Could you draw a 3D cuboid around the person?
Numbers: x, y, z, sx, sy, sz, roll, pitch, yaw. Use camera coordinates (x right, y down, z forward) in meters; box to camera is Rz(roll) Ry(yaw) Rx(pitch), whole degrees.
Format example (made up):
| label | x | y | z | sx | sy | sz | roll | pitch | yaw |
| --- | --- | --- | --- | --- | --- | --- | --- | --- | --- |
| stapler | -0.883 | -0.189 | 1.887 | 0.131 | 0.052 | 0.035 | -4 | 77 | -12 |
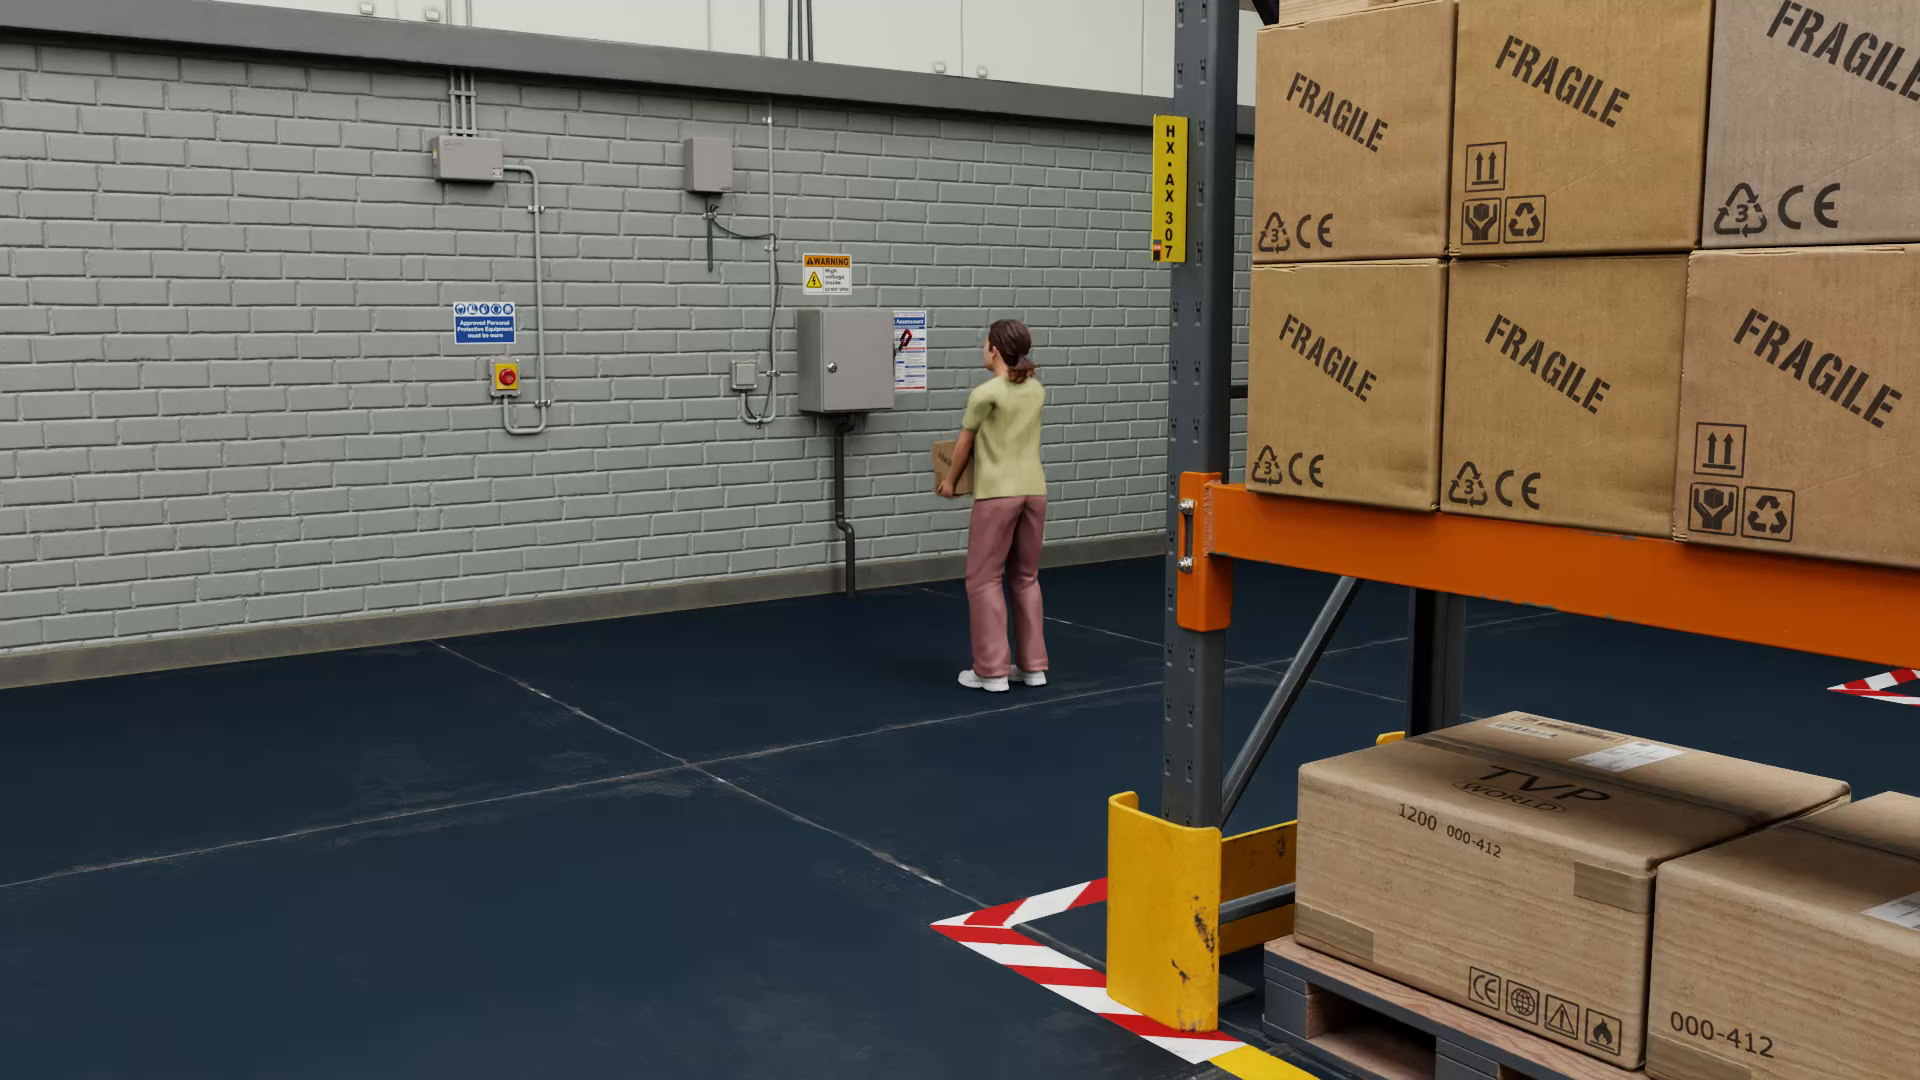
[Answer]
| label | x | y | z | sx | sy | sz | roll | pitch | yaw |
| --- | --- | --- | --- | --- | --- | --- | --- | --- | --- |
| person | 0.157 | -0.165 | 7.555 | 0.406 | 1.668 | 0.517 | -6 | 10 | -37 |
